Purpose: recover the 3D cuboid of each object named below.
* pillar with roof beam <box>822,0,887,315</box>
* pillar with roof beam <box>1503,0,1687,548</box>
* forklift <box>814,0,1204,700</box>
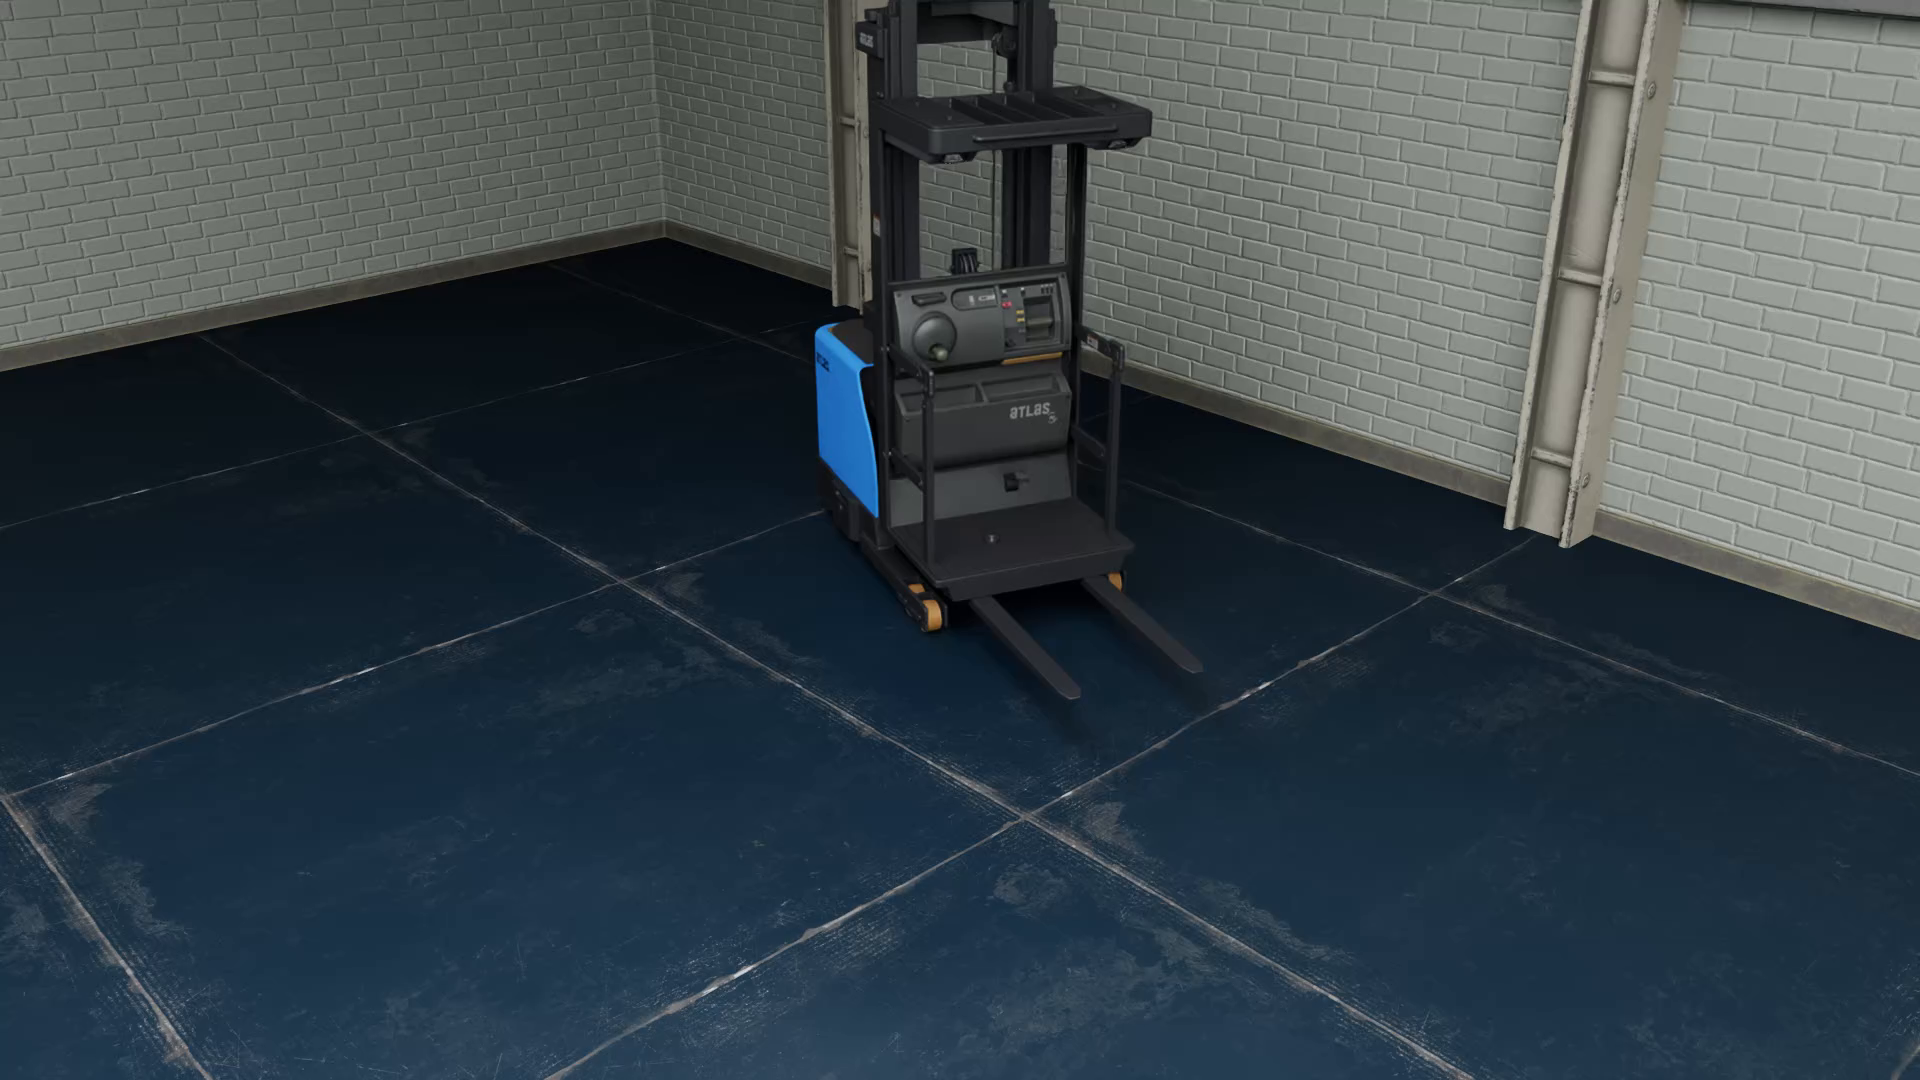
[{"bbox_3d":[-3.926,-4.747,8.813,9.100,9.000,0.400,-21,32,-38],"label":"pillar with roof beam"},{"bbox_3d":[0.175,-2.929,4.828,9.100,9.000,0.400,-21,32,-38],"label":"pillar with roof beam"},{"bbox_3d":[0.203,-1.074,8.073,1.130,2.935,3.031,-10,26,-20],"label":"forklift"}]
